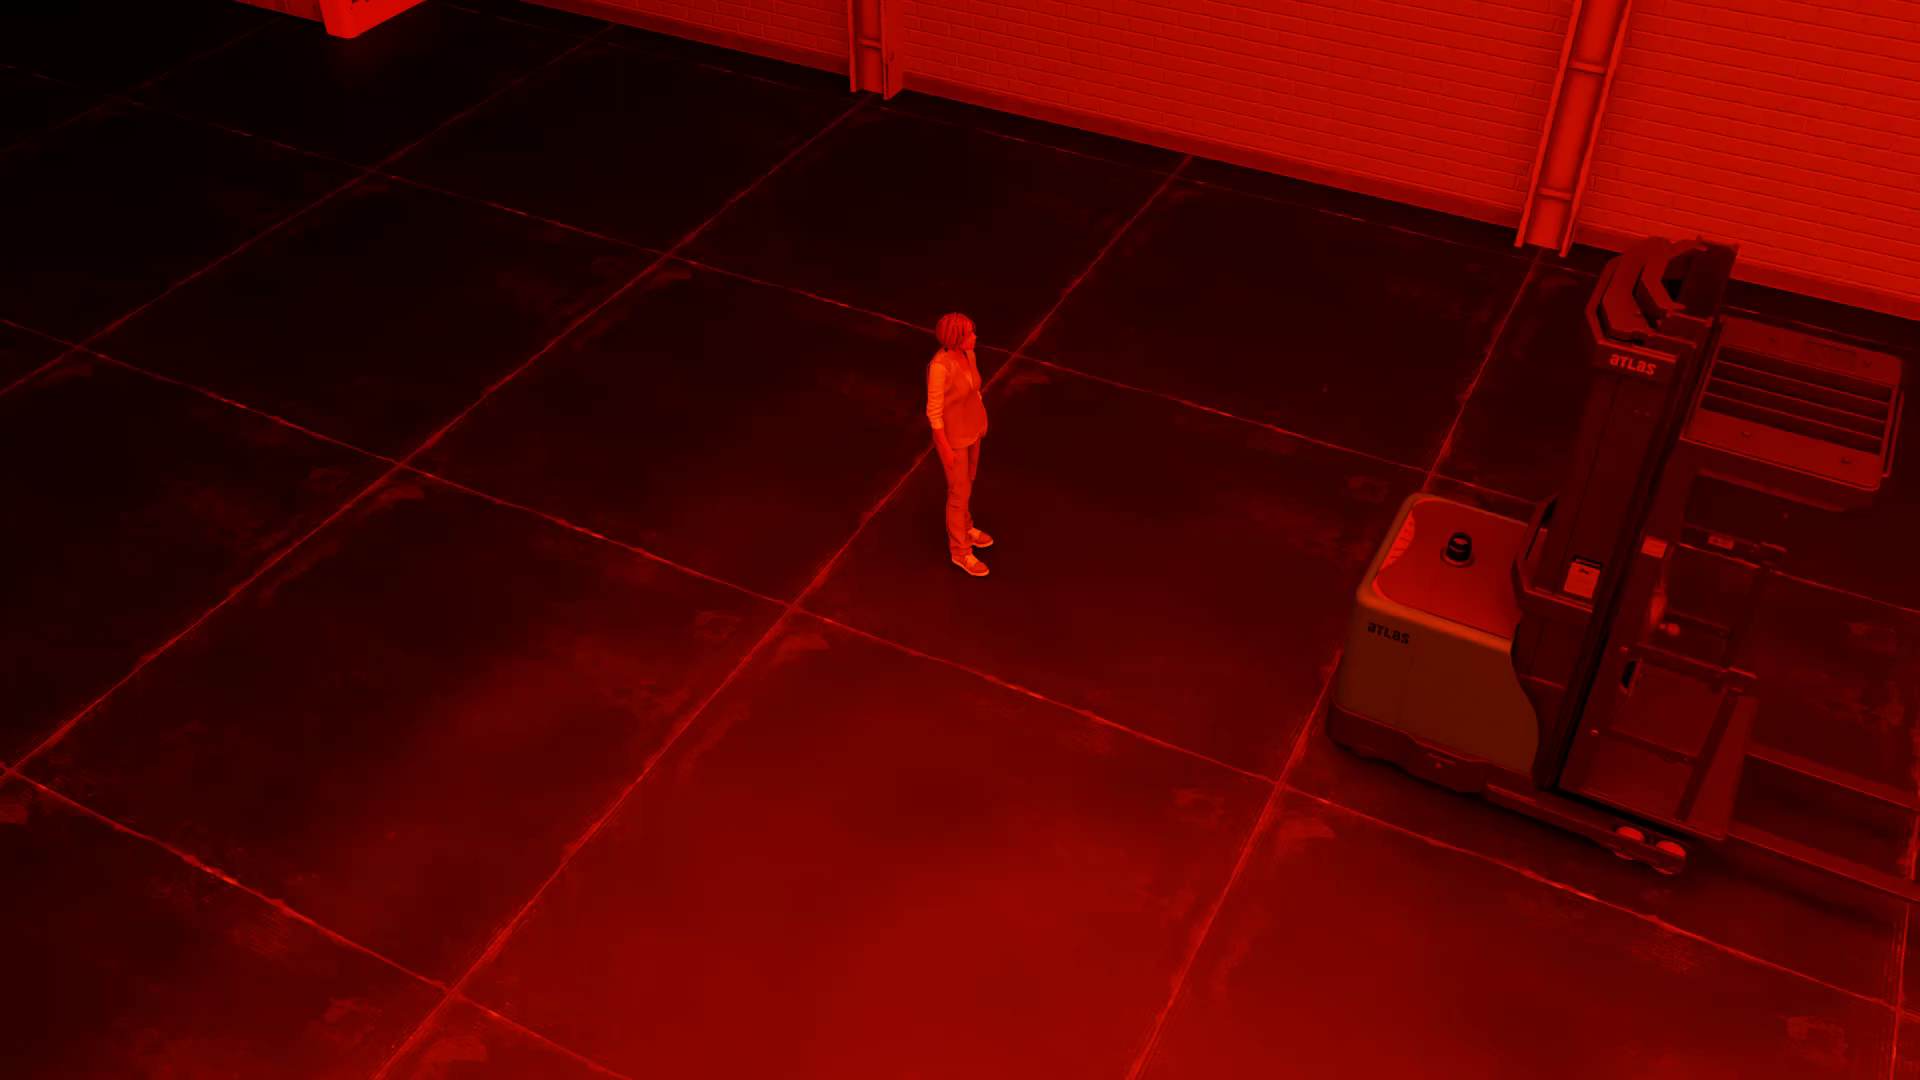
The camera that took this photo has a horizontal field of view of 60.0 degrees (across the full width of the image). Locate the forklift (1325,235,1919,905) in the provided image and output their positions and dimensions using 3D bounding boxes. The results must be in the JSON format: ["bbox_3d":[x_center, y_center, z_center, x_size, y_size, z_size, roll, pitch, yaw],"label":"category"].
[{"bbox_3d":[3.509,0.148,7.811,3.031,2.935,1.130,19,44,21],"label":"forklift"}]

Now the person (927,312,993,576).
[{"bbox_3d":[0.059,-0.587,9.707,0.475,1.597,0.520,18,43,21],"label":"person"}]
